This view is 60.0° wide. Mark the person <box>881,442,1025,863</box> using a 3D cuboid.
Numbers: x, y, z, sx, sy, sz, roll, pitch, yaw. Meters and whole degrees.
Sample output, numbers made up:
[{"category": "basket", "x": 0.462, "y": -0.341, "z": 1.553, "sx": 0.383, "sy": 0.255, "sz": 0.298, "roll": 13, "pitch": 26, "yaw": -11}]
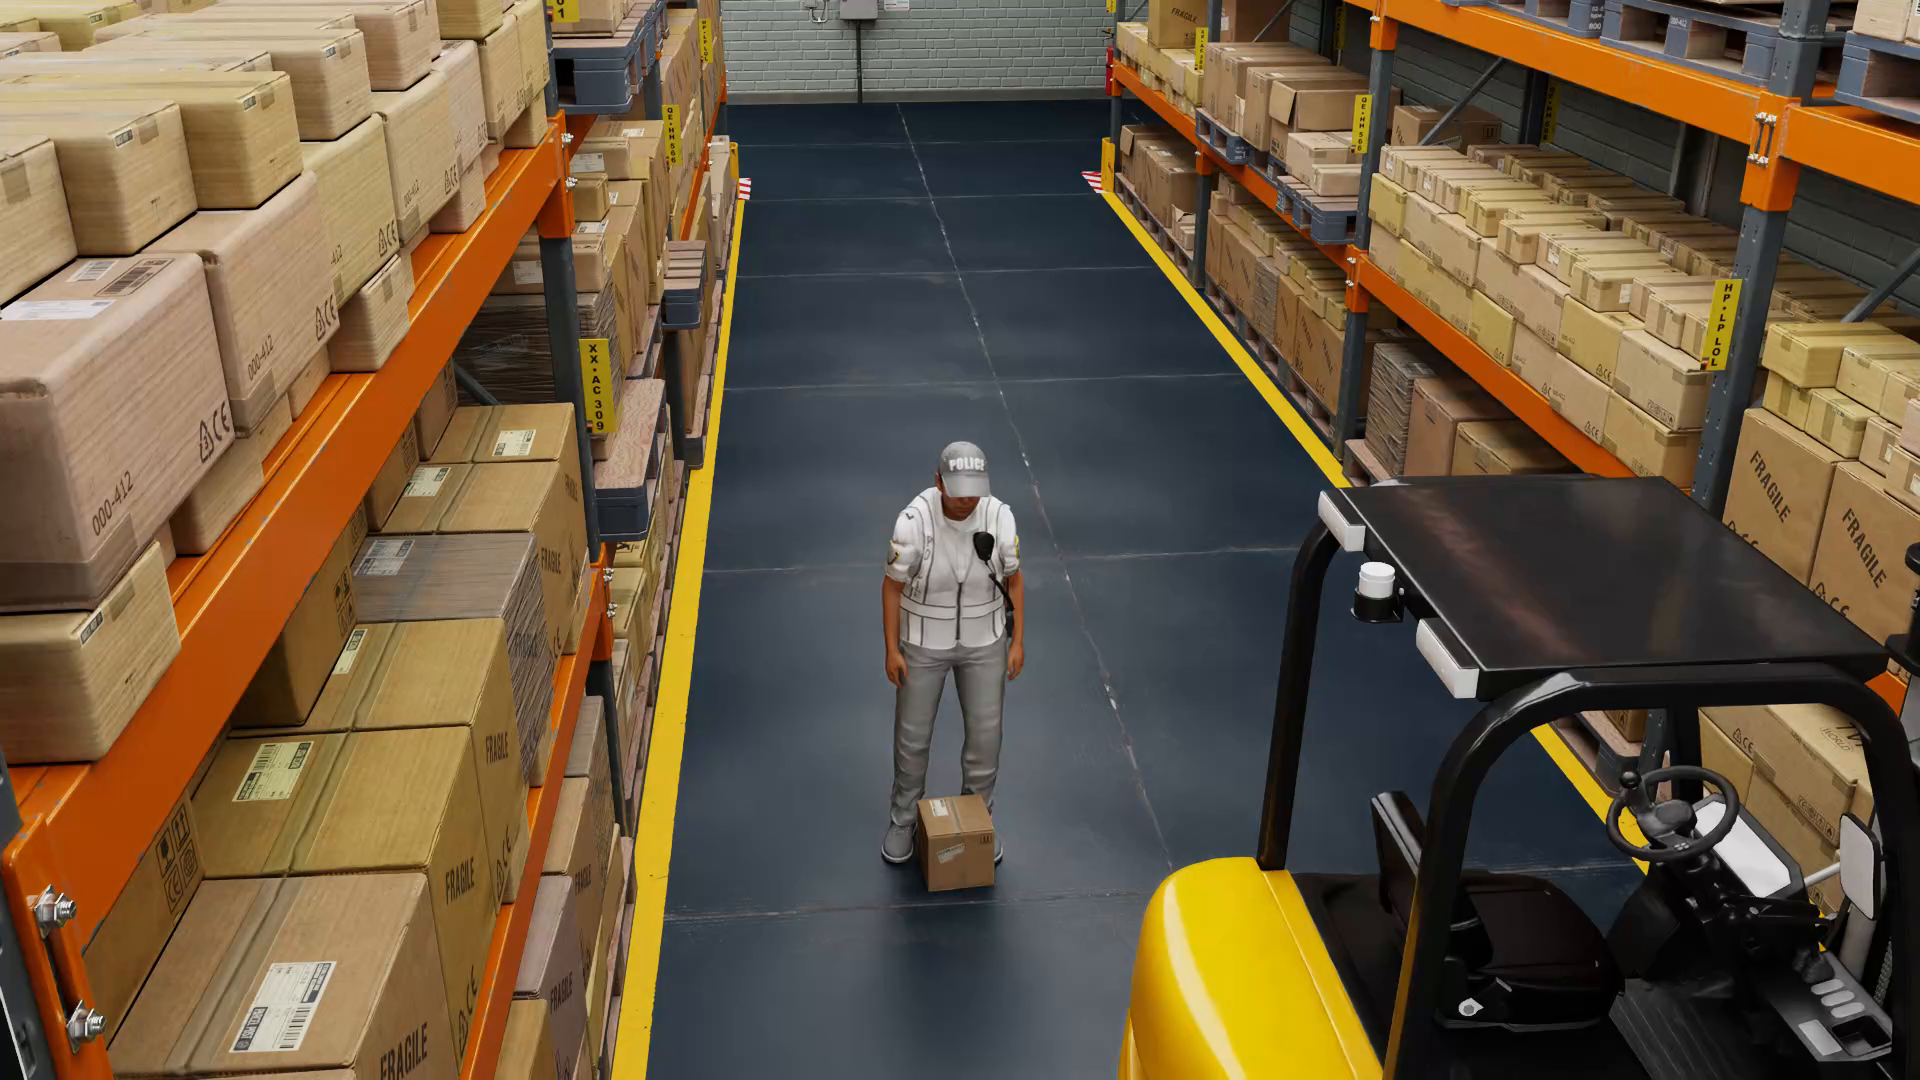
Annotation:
[{"category": "person", "x": -0.034, "y": 0.404, "z": 6.177, "sx": 0.563, "sy": 1.667, "sz": 0.462, "roll": -3, "pitch": 24, "yaw": -8}]
